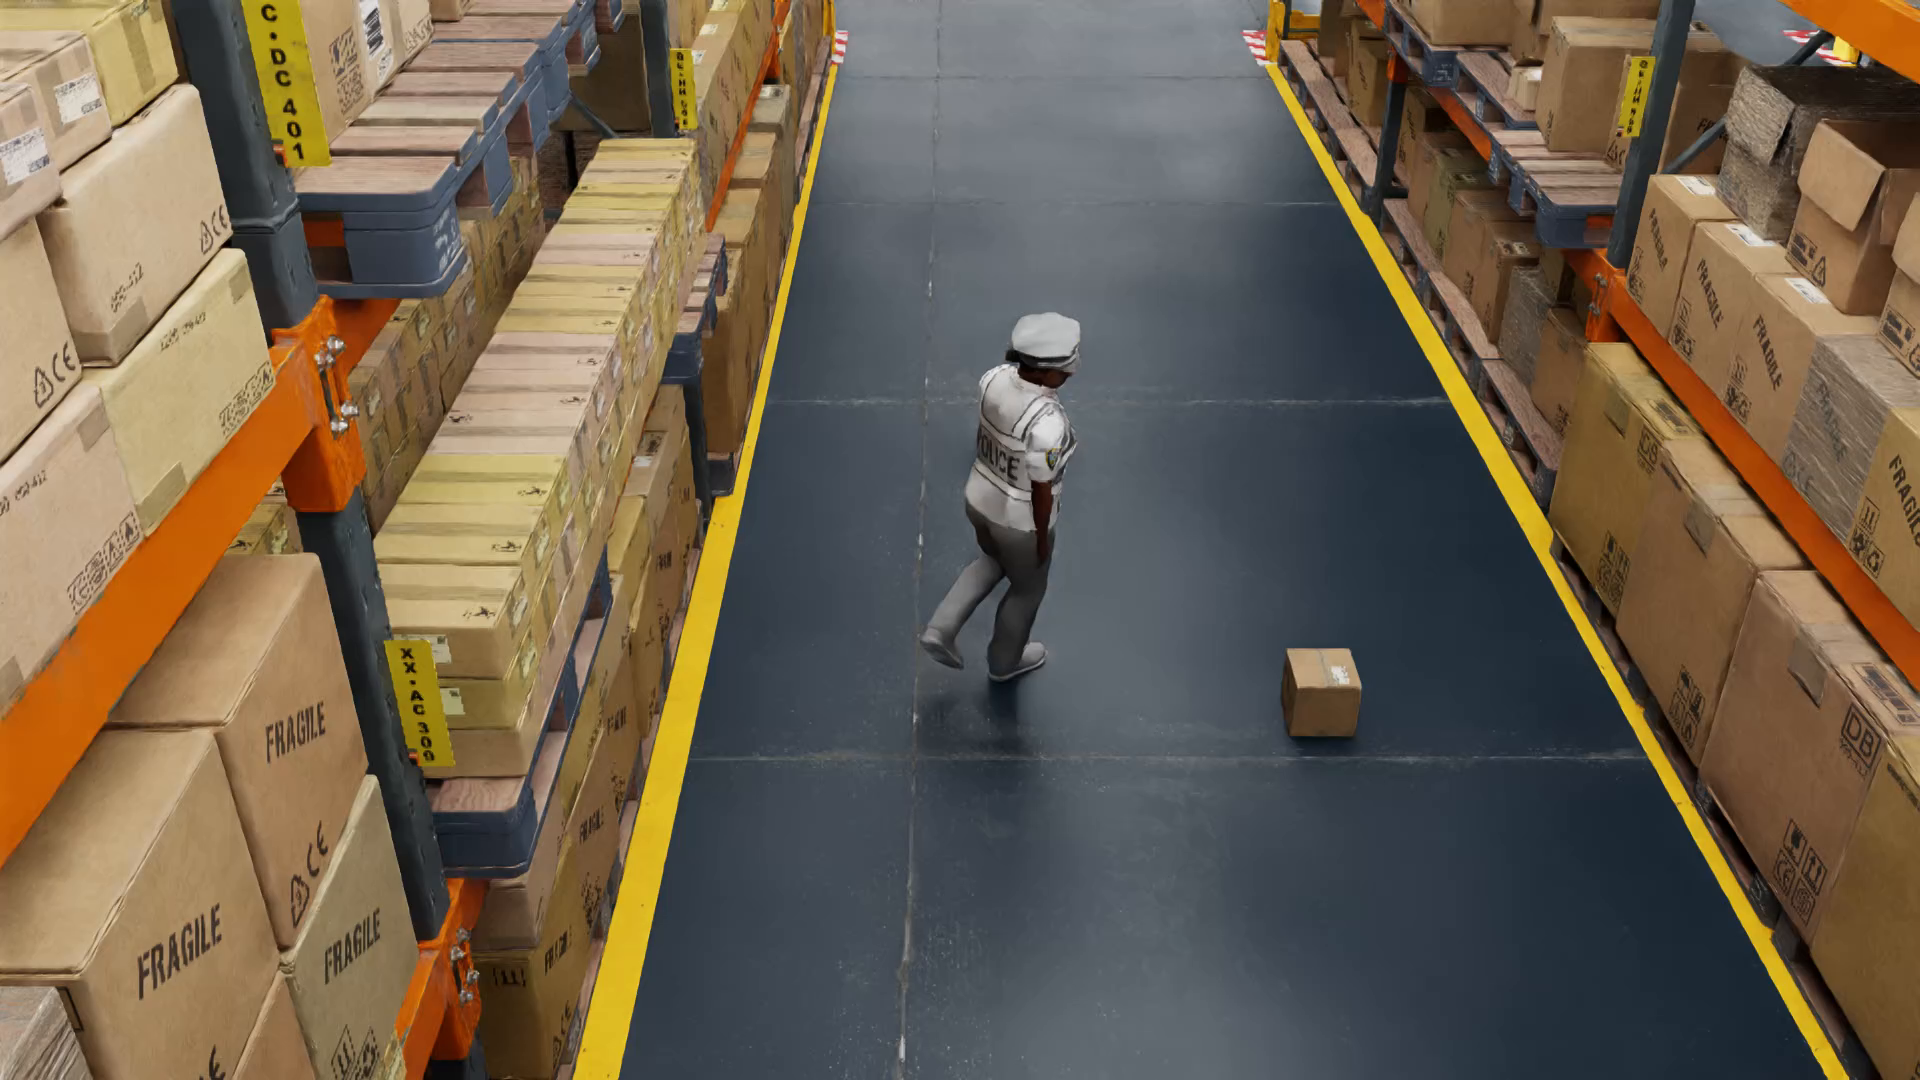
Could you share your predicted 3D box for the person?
[{"bbox_3d":[0.192,-0.092,6.299,0.553,1.636,0.521,-21,38,-30],"label":"person"}]
